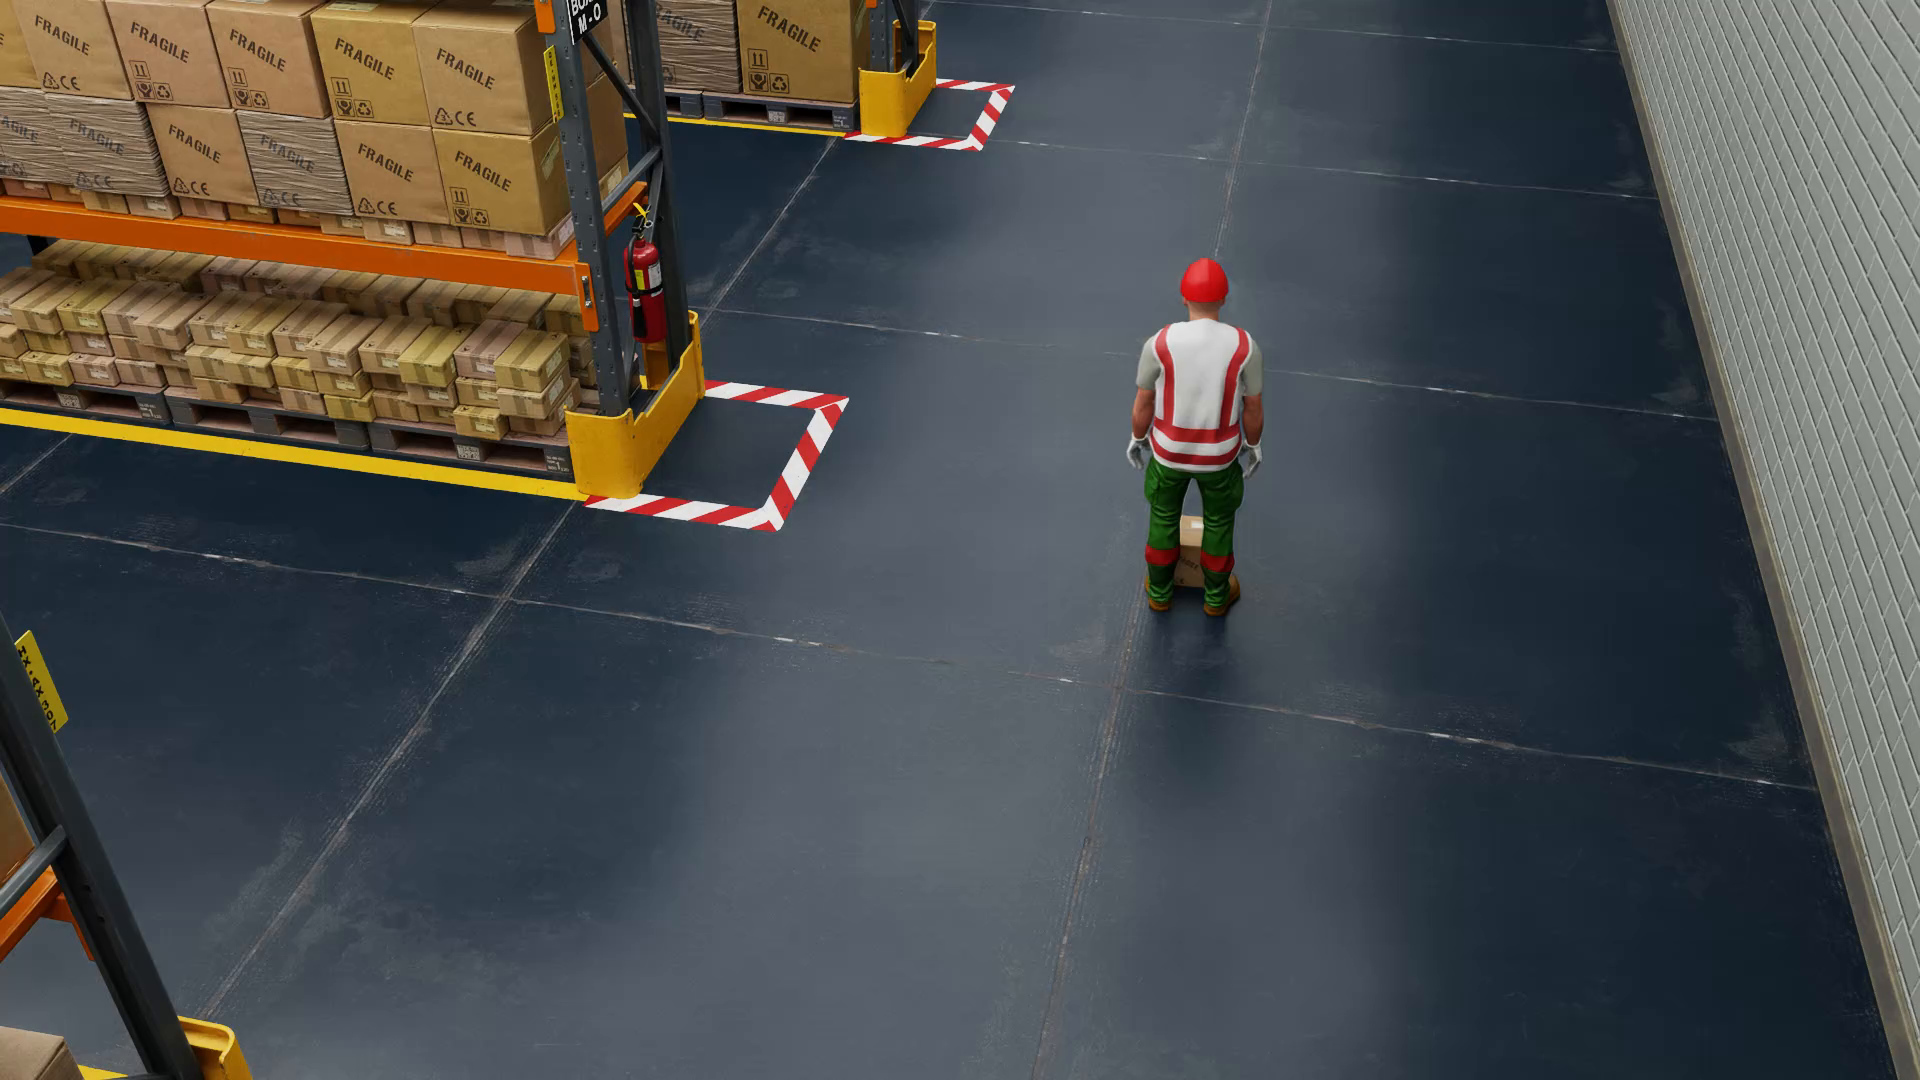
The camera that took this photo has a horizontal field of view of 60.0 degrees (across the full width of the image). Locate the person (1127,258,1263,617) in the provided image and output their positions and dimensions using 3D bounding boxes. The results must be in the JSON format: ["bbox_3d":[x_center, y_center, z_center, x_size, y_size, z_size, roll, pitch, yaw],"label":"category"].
[{"bbox_3d":[1.067,-0.430,7.540,0.611,1.778,0.451,5,37,7],"label":"person"}]
